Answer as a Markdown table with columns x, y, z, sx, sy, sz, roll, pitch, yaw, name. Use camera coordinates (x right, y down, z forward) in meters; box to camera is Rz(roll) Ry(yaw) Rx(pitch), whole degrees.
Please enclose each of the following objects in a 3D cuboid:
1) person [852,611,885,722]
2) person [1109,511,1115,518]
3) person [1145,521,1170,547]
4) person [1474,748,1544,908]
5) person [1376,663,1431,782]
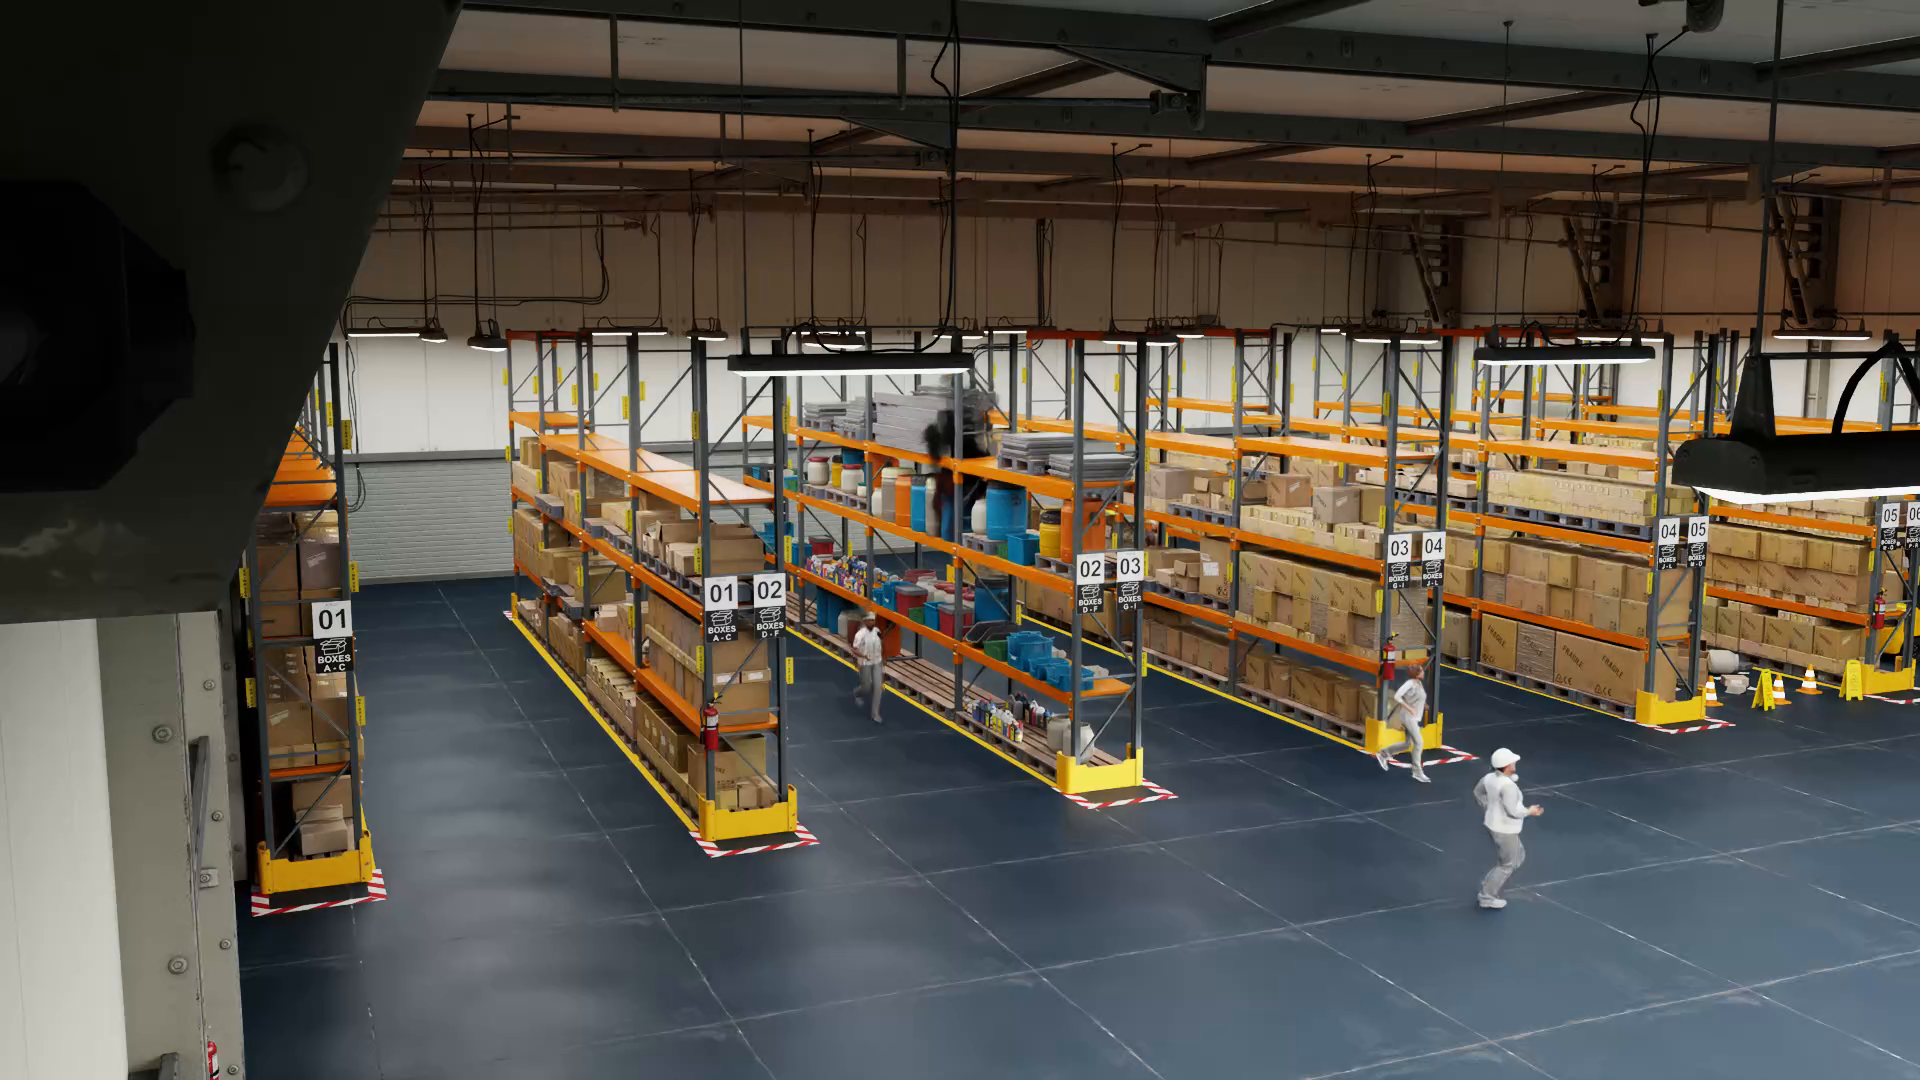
| x | y | z | sx | sy | sz | roll | pitch | yaw | name |
| --- | --- | --- | --- | --- | --- | --- | --- | --- | --- |
| -1.403 | 1.930 | 25.813 | 0.579 | 1.687 | 0.851 | -4 | 9 | -26 | person |
| 3.549 | 0.144 | 39.161 | 0.737 | 1.726 | 0.928 | 0 | 8 | 3 | person |
| 4.380 | 0.432 | 37.115 | 0.717 | 1.741 | 0.571 | -2 | 8 | -13 | person |
| 5.850 | 3.059 | 17.723 | 0.638 | 1.730 | 0.638 | 0 | 8 | -2 | person |
| 6.156 | 2.475 | 22.846 | 0.792 | 1.584 | 0.576 | 5 | 9 | 33 | person |
